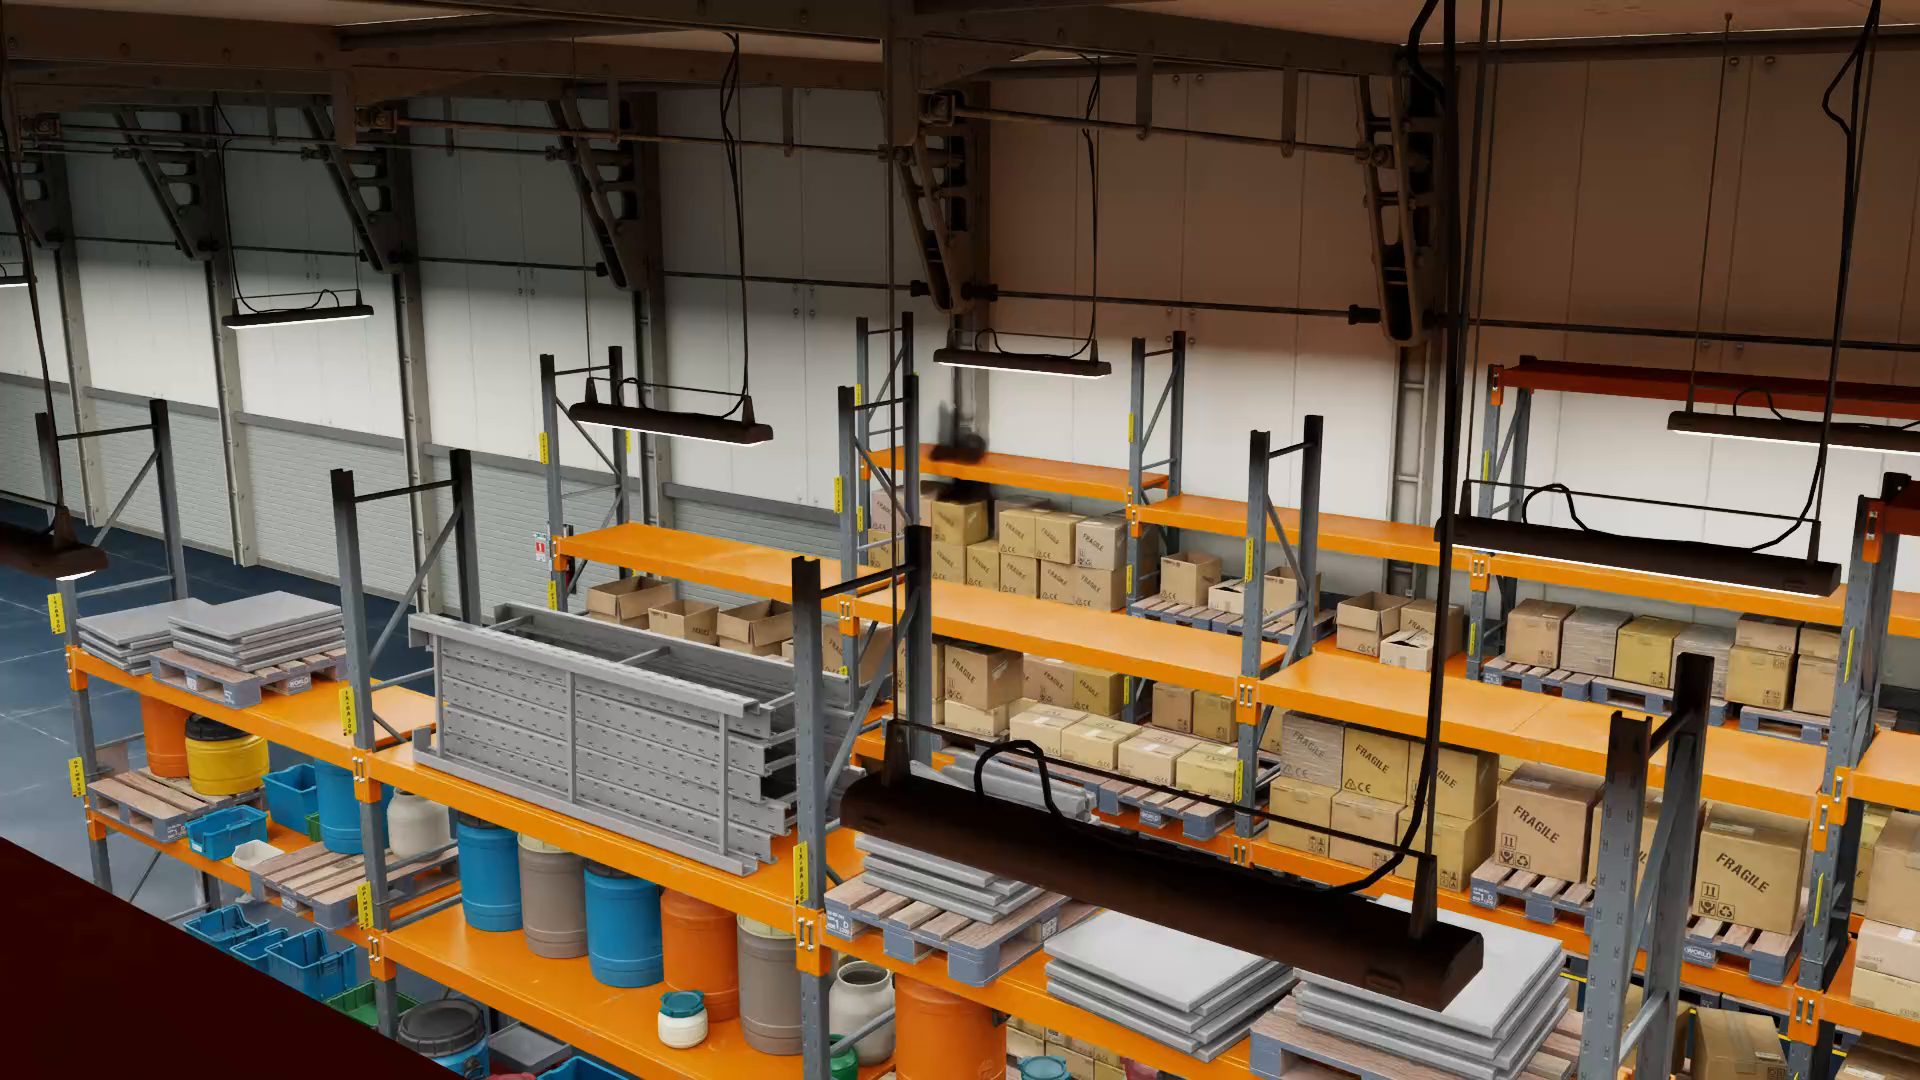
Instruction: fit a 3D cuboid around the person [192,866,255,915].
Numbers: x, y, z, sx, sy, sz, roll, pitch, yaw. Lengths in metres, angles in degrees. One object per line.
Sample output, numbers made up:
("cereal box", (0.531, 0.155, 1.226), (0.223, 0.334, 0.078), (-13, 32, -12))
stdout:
("person", (-7.944, 3.198, 17.801), (0.755, 1.760, 0.581), (-6, 14, -23))
